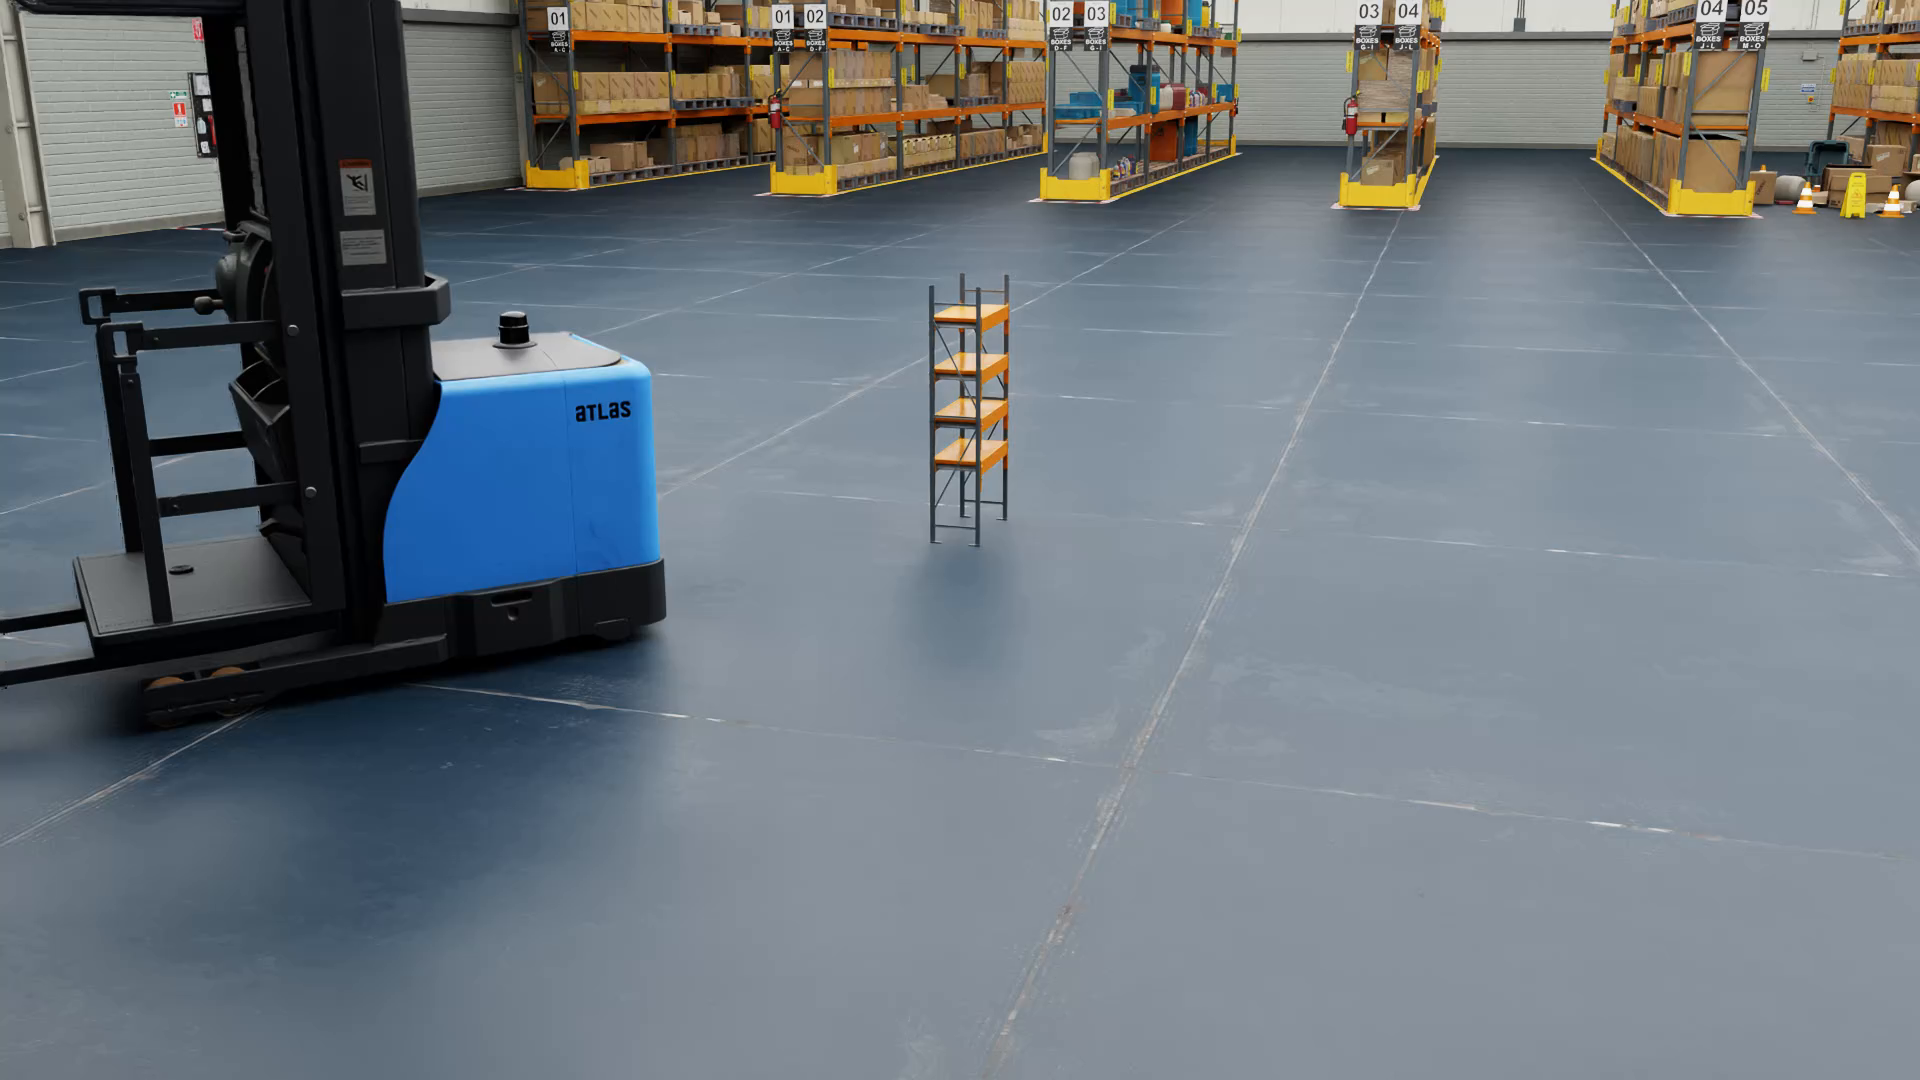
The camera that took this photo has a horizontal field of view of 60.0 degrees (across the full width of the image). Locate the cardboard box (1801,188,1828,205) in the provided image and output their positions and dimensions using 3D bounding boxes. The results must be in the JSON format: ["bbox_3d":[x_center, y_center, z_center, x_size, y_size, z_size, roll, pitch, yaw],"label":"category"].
[{"bbox_3d":[13.869,-5.577,27.006,0.396,0.266,0.258,8,18,25],"label":"cardboard box"}]

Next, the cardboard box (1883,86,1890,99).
[{"bbox_3d":[18.954,-9.027,33.518,0.500,0.250,0.500,5,17,17],"label":"cardboard box"}]

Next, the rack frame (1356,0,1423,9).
[{"bbox_3d":[6.728,-9.736,25.663,1.000,3.000,0.127,5,16,16],"label":"rack frame"}]

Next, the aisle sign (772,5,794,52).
[{"bbox_3d":[-3.069,-8.875,28.859,0.394,0.787,0.004,5,16,16],"label":"aisle sign"}]

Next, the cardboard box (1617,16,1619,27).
[{"bbox_3d":[15.325,-11.874,38.055,0.500,0.250,0.500,5,17,17],"label":"cardboard box"}]

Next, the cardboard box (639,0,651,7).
[{"bbox_3d":[-6.412,-10.733,32.625,0.500,0.500,0.500,6,17,19],"label":"cardboard box"}]

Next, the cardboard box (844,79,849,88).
[{"bbox_3d":[-2.233,-8.265,30.101,0.380,0.149,0.250,4,16,15],"label":"cardboard box"}]

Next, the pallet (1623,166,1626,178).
[{"bbox_3d":[13.951,-7.394,33.513,1.003,0.211,1.213,5,16,16],"label":"pallet"}]

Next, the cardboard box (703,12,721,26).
[{"bbox_3d":[-5.703,-11.266,36.327,0.797,0.503,0.637,7,17,24],"label":"cardboard box"}]

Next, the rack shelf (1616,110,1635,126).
[{"bbox_3d":[14.296,-8.709,34.355,1.077,0.370,4.000,5,16,16],"label":"rack shelf"}]

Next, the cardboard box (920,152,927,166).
[{"bbox_3d":[-0.989,-7.900,34.455,0.500,0.250,0.500,4,16,14],"label":"cardboard box"}]

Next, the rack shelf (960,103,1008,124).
[{"bbox_3d":[0.073,-9.889,38.516,1.077,0.370,4.000,5,16,16],"label":"rack shelf"}]

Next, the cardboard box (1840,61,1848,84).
[{"bbox_3d":[20.226,-10.557,37.537,0.500,0.500,0.500,4,16,14],"label":"cardboard box"}]

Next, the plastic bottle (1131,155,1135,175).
[{"bbox_3d":[3.209,-7.027,31.154,0.144,0.351,0.185,4,16,14],"label":"plastic bottle"}]

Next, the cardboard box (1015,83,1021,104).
[{"bbox_3d":[1.190,-11.053,41.118,0.500,0.500,0.500,5,17,17],"label":"cardboard box"}]

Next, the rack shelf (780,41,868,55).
[{"bbox_3d":[-3.541,-12.762,43.147,1.077,0.370,4.000,5,16,16],"label":"rack shelf"}]

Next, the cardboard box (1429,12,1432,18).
[{"bbox_3d":[8.815,-10.267,31.933,0.500,0.500,0.500,5,17,17],"label":"cardboard box"}]

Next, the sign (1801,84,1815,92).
[{"bbox_3d":[22.327,-11.894,43.771,0.327,0.218,0.001,5,16,16],"label":"sign"}]

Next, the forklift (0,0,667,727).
[{"bbox_3d":[-2.681,-0.943,5.783,3.031,2.935,1.130,-9,18,-29],"label":"forklift"}]

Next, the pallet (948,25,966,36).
[{"bbox_3d":[-0.603,-10.880,35.539,1.213,0.211,1.003,5,17,18],"label":"pallet"}]

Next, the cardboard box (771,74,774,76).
[{"bbox_3d":[-4.580,-11.027,39.071,0.500,0.250,0.500,5,17,16],"label":"cardboard box"}]

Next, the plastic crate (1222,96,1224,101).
[{"bbox_3d":[6.371,-11.020,41.557,0.396,0.136,0.243,5,16,16],"label":"plastic crate"}]

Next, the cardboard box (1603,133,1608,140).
[{"bbox_3d":[15.369,-9.493,39.166,0.380,0.149,0.250,5,16,16],"label":"cardboard box"}]

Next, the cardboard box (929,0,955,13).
[{"bbox_3d":[-0.366,-11.798,36.414,0.500,0.500,0.500,5,16,16],"label":"cardboard box"}]

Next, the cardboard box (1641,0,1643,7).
[{"bbox_3d":[13.940,-10.855,33.521,0.396,0.266,0.258,5,16,16],"label":"cardboard box"}]

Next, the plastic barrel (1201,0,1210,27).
[{"bbox_3d":[5.324,-11.854,37.515,0.600,0.588,0.600,0,16,0],"label":"plastic barrel"}]

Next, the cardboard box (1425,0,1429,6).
[{"bbox_3d":[7.981,-9.634,29.155,0.500,0.500,0.500,4,16,14],"label":"cardboard box"}]

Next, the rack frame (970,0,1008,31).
[{"bbox_3d":[0.641,-13.645,39.444,1.000,3.000,0.127,5,16,16],"label":"rack frame"}]

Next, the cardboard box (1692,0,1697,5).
[{"bbox_3d":[11.224,-8.124,24.986,0.380,0.149,0.250,5,16,16],"label":"cardboard box"}]

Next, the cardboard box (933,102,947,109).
[{"bbox_3d":[-0.486,-9.334,35.702,0.380,0.149,0.250,5,16,16],"label":"cardboard box"}]

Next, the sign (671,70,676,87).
[{"bbox_3d":[-5.861,-9.425,33.975,0.100,0.325,0.005,5,16,16],"label":"sign"}]

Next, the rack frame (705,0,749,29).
[{"bbox_3d":[-5.246,-12.981,37.105,1.000,3.000,0.127,5,16,16],"label":"rack frame"}]

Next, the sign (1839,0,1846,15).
[{"bbox_3d":[20.246,-12.214,38.149,0.100,0.325,0.005,5,16,16],"label":"sign"}]

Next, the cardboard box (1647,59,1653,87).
[{"bbox_3d":[13.591,-8.944,31.850,0.700,0.500,0.500,5,16,16],"label":"cardboard box"}]

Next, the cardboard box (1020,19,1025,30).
[{"bbox_3d":[1.311,-12.739,41.106,0.500,0.250,0.500,5,16,16],"label":"cardboard box"}]

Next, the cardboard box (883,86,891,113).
[{"bbox_3d":[-1.752,-8.597,32.459,0.700,0.500,0.500,4,16,14],"label":"cardboard box"}]

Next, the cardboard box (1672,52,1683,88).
[{"bbox_3d":[11.980,-7.560,26.733,0.875,0.550,0.500,5,16,16],"label":"cardboard box"}]

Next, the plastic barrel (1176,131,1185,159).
[{"bbox_3d":[4.696,-8.794,36.984,0.600,0.588,0.708,5,16,16],"label":"plastic barrel"}]

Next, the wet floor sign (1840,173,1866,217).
[{"bbox_3d":[13.345,-5.145,24.786,0.267,0.644,0.232,2,16,6],"label":"wet floor sign"}]

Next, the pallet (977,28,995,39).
[{"bbox_3d":[0.097,-11.674,38.339,1.213,0.211,1.003,5,16,16],"label":"pallet"}]

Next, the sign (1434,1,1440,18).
[{"bbox_3d":[9.521,-10.592,33.231,0.100,0.325,0.005,5,16,16],"label":"sign"}]

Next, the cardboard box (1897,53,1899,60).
[{"bbox_3d":[20.067,-10.263,35.311,0.380,0.149,0.250,4,16,15],"label":"cardboard box"}]

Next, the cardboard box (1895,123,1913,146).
[{"bbox_3d":[19.036,-7.761,32.820,0.875,0.875,0.875,5,17,17],"label":"cardboard box"}]

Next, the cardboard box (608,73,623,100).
[{"bbox_3d":[-6.793,-8.665,31.746,0.500,0.500,0.500,4,16,14],"label":"cardboard box"}]

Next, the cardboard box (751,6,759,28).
[{"bbox_3d":[-5.063,-12.072,38.407,0.700,0.500,0.500,4,16,13],"label":"cardboard box"}]

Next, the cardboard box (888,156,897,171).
[{"bbox_3d":[-1.555,-7.406,32.714,0.500,0.250,0.500,5,16,16],"label":"cardboard box"}]

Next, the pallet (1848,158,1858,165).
[{"bbox_3d":[20.275,-8.392,37.031,1.003,0.211,1.213,5,16,16],"label":"pallet"}]

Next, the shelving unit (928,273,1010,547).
[{"bbox_3d":[0.047,-0.621,7.818,0.258,1.200,0.503,5,16,16],"label":"shelving unit"}]

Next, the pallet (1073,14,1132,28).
[{"bbox_3d":[2.308,-8.795,28.189,1.003,0.211,1.213,5,16,16],"label":"pallet"}]

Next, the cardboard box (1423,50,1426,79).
[{"bbox_3d":[7.716,-8.168,28.568,0.500,0.500,0.500,5,16,16],"label":"cardboard box"}]

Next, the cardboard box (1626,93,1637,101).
[{"bbox_3d":[13.427,-8.778,32.969,0.380,0.149,0.250,5,17,17],"label":"cardboard box"}]
